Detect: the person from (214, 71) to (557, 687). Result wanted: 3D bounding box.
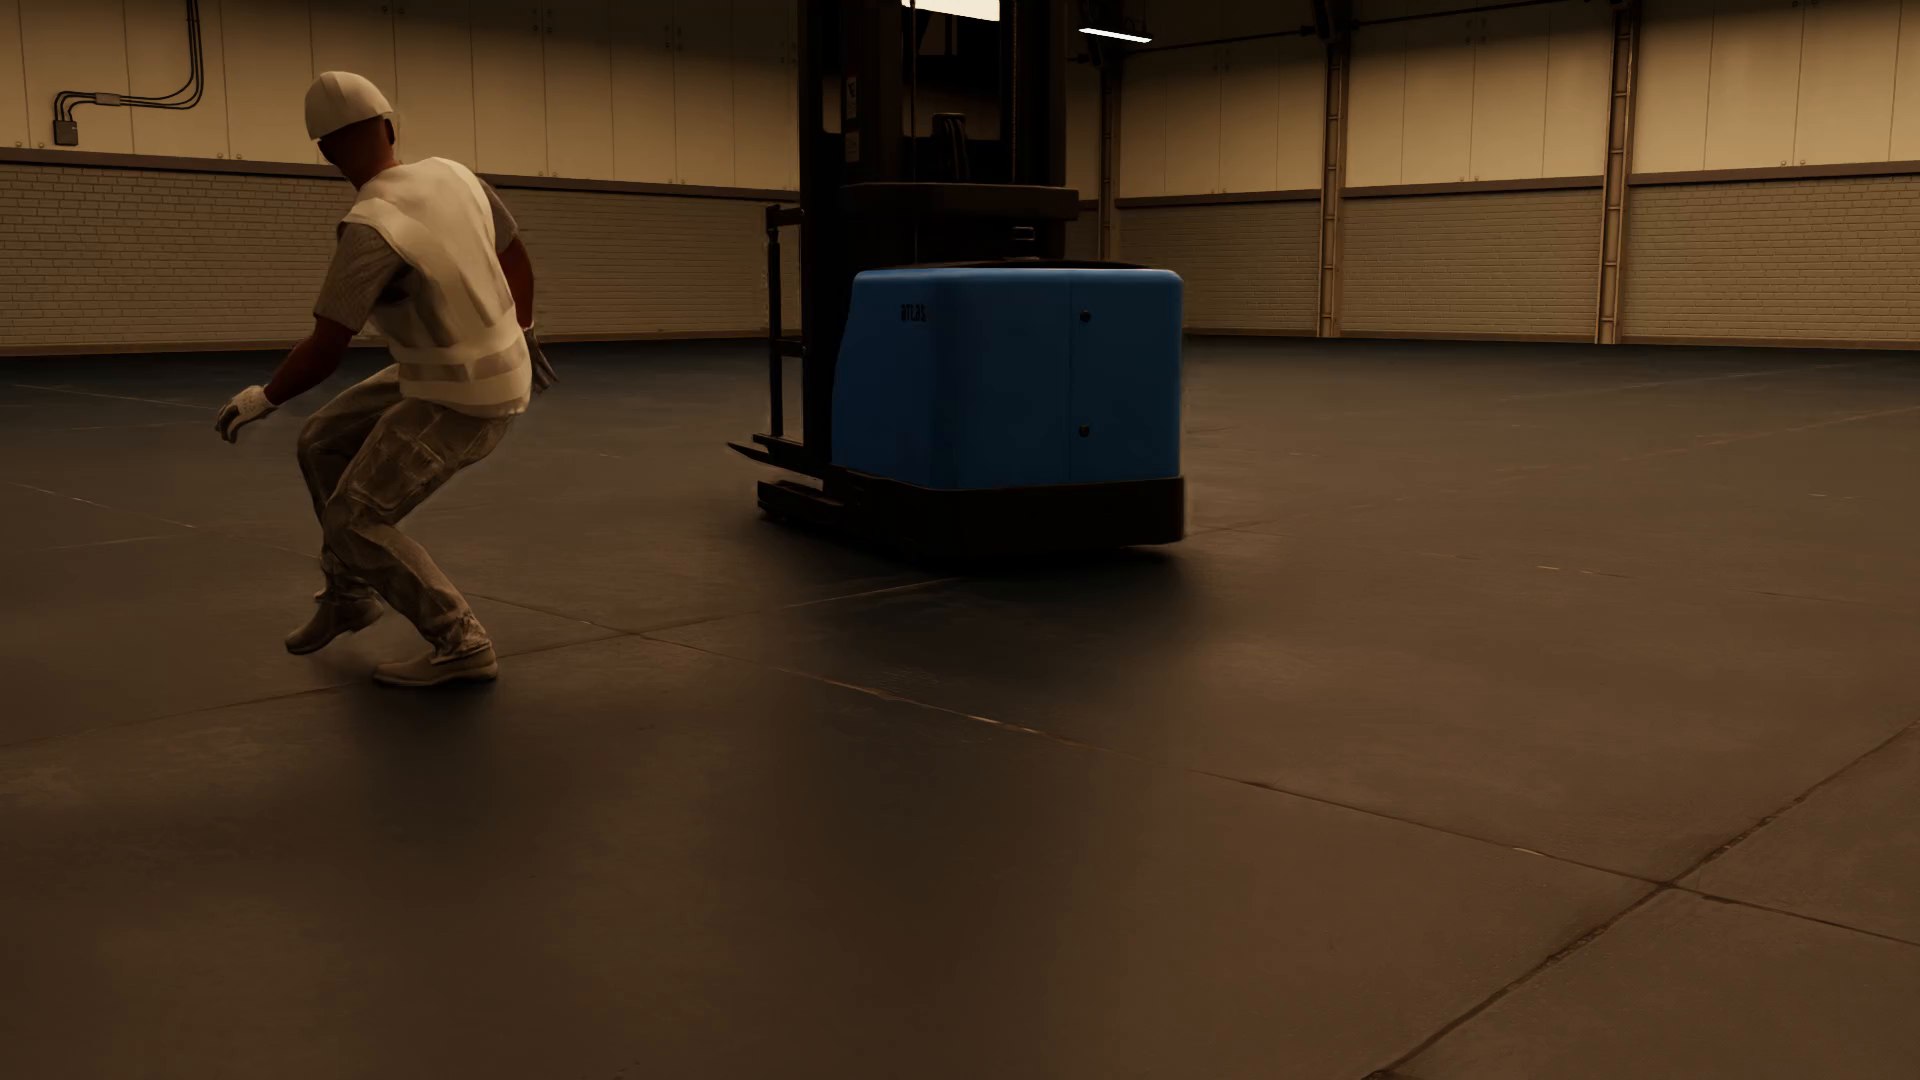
[{"bbox_3d":[-1.511,-0.420,4.393,0.781,1.557,0.802,-1,9,-5],"label":"person"}]

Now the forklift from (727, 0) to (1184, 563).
[{"bbox_3d":[-0.246,-1.546,7.140,1.130,2.935,3.031,-4,9,-25],"label":"forklift"}]
